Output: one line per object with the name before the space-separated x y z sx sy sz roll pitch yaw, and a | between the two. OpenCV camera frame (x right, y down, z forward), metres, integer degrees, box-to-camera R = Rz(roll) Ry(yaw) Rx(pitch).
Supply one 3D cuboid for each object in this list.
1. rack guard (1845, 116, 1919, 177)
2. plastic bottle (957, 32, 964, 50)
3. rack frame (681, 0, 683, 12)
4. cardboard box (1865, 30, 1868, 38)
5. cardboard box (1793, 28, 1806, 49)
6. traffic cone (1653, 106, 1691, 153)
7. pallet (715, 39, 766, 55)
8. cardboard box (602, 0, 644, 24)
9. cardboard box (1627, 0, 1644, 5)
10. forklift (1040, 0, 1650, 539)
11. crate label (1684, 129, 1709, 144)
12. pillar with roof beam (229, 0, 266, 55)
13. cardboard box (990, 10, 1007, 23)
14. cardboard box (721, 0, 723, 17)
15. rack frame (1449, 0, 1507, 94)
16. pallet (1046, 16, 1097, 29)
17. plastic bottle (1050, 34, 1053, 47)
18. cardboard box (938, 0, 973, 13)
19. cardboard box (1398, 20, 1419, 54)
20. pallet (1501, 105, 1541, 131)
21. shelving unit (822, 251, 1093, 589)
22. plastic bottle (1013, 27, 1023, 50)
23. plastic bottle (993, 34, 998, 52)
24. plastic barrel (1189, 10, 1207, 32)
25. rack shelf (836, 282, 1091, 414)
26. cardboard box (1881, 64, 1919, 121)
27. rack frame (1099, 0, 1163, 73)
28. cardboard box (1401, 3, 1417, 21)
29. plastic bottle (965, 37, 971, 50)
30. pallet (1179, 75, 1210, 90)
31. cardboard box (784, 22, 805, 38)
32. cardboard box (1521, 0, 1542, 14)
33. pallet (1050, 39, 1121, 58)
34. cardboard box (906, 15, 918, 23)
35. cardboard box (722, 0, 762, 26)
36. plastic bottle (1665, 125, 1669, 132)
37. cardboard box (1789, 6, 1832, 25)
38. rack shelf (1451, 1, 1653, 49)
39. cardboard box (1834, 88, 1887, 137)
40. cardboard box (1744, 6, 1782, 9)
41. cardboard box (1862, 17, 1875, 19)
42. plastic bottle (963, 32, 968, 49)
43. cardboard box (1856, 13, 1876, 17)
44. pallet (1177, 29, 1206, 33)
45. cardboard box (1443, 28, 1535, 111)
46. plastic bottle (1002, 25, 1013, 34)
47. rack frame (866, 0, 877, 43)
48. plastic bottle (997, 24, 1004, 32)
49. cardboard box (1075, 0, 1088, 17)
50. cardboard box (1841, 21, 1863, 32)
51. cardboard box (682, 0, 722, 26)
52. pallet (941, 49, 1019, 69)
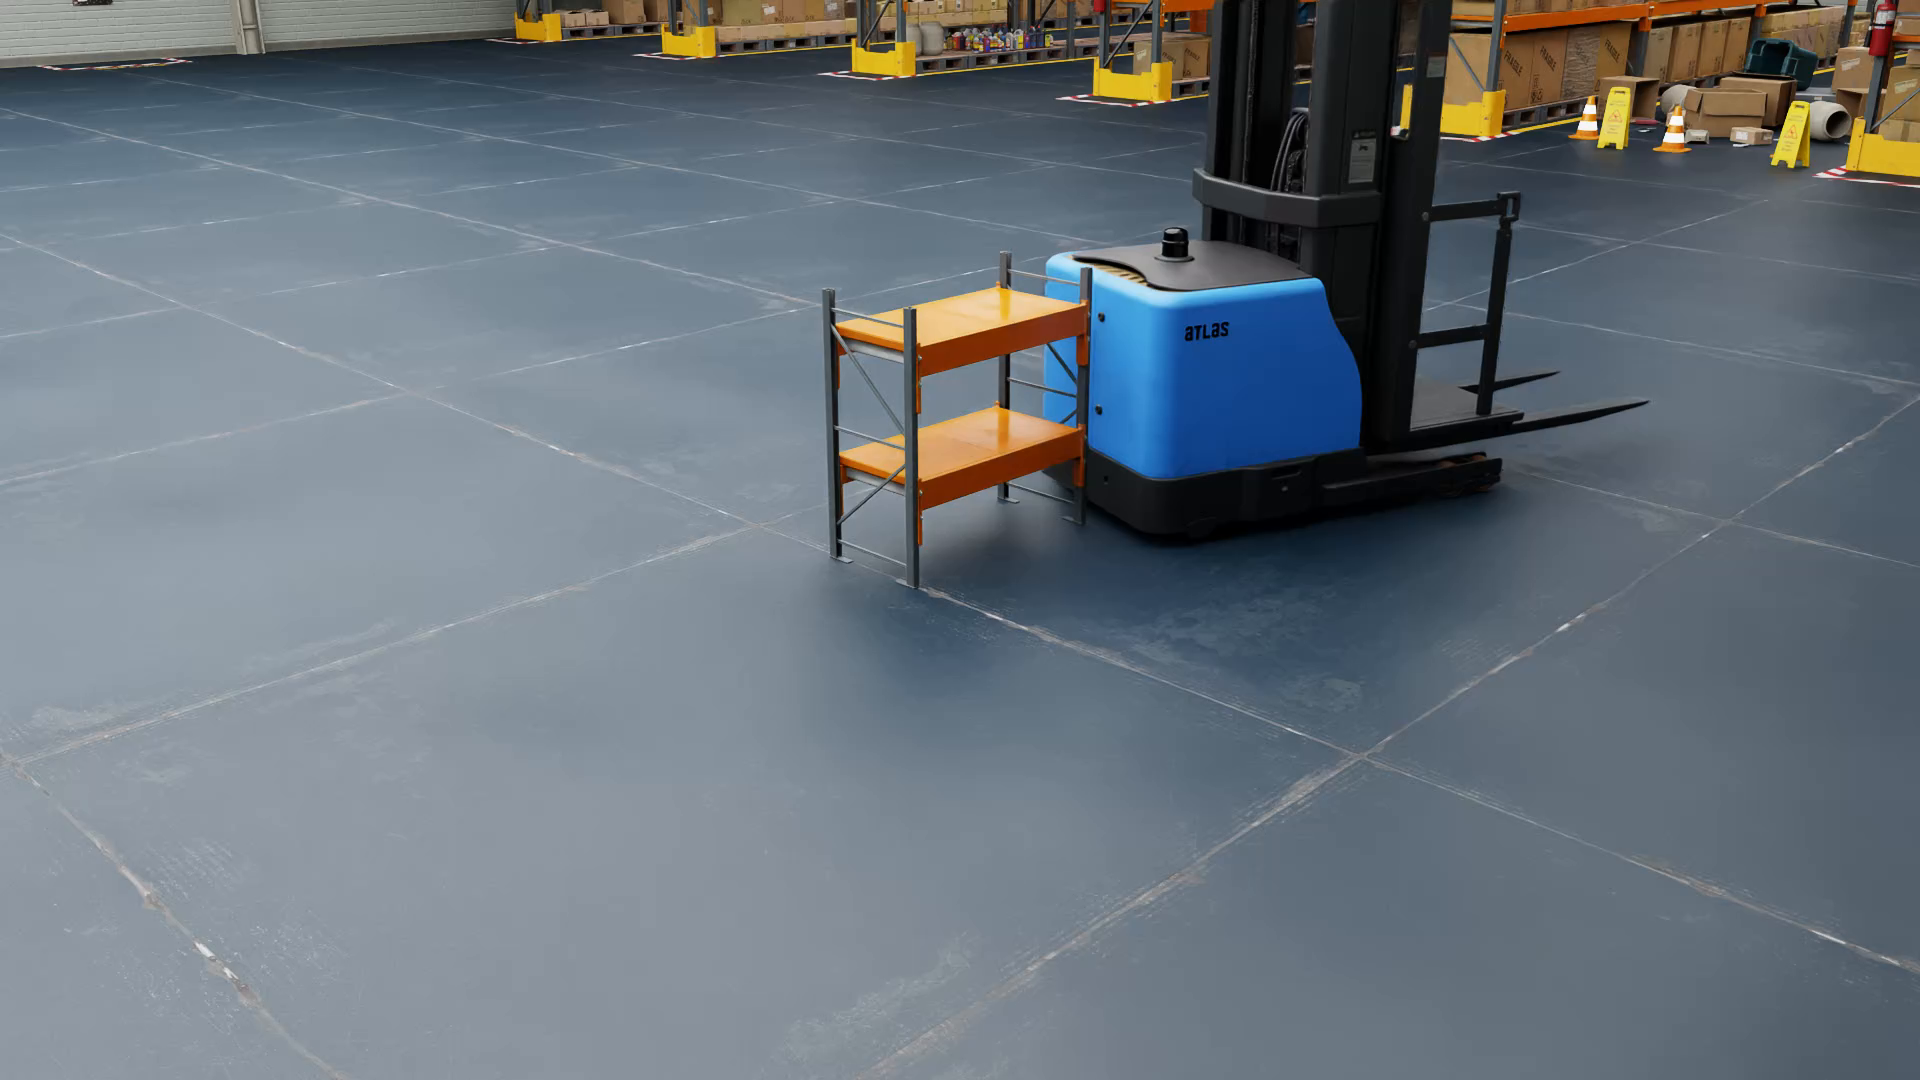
rack guard | 9.475 -3.878 16.468 1.175 0.500 0.348 19 28 41
plastic bottle | 0.013 -8.296 27.651 0.061 0.283 0.133 19 28 41
rack frame | -5.534 -12.253 34.773 1.000 3.000 0.127 19 28 41
cardboard box | 15.314 -8.633 28.328 0.250 0.149 0.380 -19 28 -40
cardboard box | 12.765 -7.705 25.840 0.500 0.500 0.500 18 28 39
traffic cone | 7.766 -4.465 18.047 0.336 0.463 0.334 19 28 41
pallet | -4.270 -8.892 29.914 1.003 0.211 1.213 19 28 41
cardboard box | -6.832 -10.742 33.711 0.700 0.500 0.500 17 27 37
cardboard box | 8.347 -7.239 21.518 0.875 0.550 0.550 19 28 41
forklift | 1.921 -1.719 7.461 3.031 2.935 1.130 -10 23 -24
crate label | 8.270 -4.531 18.672 0.250 0.136 0.298 5 22 13
pillar with roof beam | -9.558 -11.802 25.237 9.100 9.000 0.400 19 28 41
cardboard box | 0.615 -10.759 34.133 0.500 0.250 0.500 -19 28 -41
cardboard box | -5.033 -11.485 35.646 0.500 0.500 0.700 -19 28 -40
rack frame | 5.805 -6.239 19.125 1.000 3.000 0.127 19 28 41
pallet | 2.207 -11.236 36.012 1.003 0.211 1.213 19 28 41
plastic bottle | 1.534 -8.502 28.300 0.097 0.201 0.097 0 21 0
cardboard box | -0.093 -10.756 33.344 0.500 0.311 0.500 19 28 40
cardboard box | 7.072 -8.278 27.301 0.700 0.500 0.500 16 26 36
pallet | 6.307 -5.162 20.211 1.003 0.211 1.213 19 28 41
shelving unit | 0.005 -0.527 6.877 0.538 1.125 1.048 19 28 41
plastic bottle | 0.962 -8.373 27.756 0.144 0.351 0.185 19 28 40
plastic bottle | 0.570 -8.179 27.363 0.097 0.271 0.097 0 21 0
plastic barrel | 4.683 -10.115 31.650 0.600 0.830 0.708 19 28 41
rack shelf | 0.005 -0.800 6.772 0.538 0.278 1.000 19 28 41
cardboard box | 9.794 -4.559 16.958 0.500 0.500 0.500 19 28 41
rack frame | 2.322 -7.506 22.422 1.000 3.000 0.127 19 28 41
cardboard box | 7.094 -8.632 27.178 0.500 0.250 0.500 -16 26 -36
plastic bottle | 0.135 -8.294 27.759 0.097 0.201 0.097 0 21 0
pallet | 3.818 -6.736 24.305 1.003 0.211 1.213 19 28 41
cardboard box | -3.192 -9.366 30.509 0.500 0.250 0.500 19 28 41
cardboard box | 6.400 -6.562 19.757 0.875 0.550 0.550 19 28 41
pallet | 2.084 -8.684 29.373 1.003 0.211 1.213 19 28 41
cardboard box | -1.166 -10.100 32.418 0.500 0.250 0.500 -19 28 -41
cardboard box | -3.892 -9.460 29.708 0.500 0.500 0.500 19 28 41
plastic bottle | 8.419 -4.873 19.666 0.133 0.061 0.283 9 23 23
cardboard box | 13.470 -8.319 26.391 0.500 0.250 0.500 -19 28 -40
rack shelf | 7.200 -6.417 20.591 1.077 0.370 4.000 19 28 41
cardboard box | 10.490 -4.953 19.261 0.500 0.500 0.500 -2 21 -5
cardboard box | 12.743 -8.311 26.370 0.500 0.250 0.500 -19 28 -40
cardboard box | 15.674 -8.898 28.603 0.380 0.149 0.250 19 28 41
plastic bottle | 0.033 -8.355 27.814 0.152 0.276 0.135 18 28 39
cardboard box | 16.252 -9.344 29.763 0.250 0.149 0.380 -20 28 -41
pallet | 4.874 -9.713 32.052 1.003 0.211 1.213 19 28 41
cardboard box | 6.231 -5.634 19.927 0.875 0.875 0.875 19 28 41
plastic bottle | 0.807 -8.603 28.355 0.144 0.351 0.185 19 28 41
rack frame | -1.983 -11.014 31.550 1.000 3.000 0.127 19 28 41
plastic bottle | 0.703 -8.639 28.449 0.185 0.351 0.144 -19 28 -41
cardboard box | 2.405 -11.526 35.752 0.500 0.500 0.500 18 27 39
cardboard box | 14.800 -8.559 27.720 0.250 0.149 0.380 -18 28 -39
cardboard box | -4.612 -9.461 29.711 0.500 0.500 0.500 19 28 41
pallet | 0.214 -7.995 27.581 1.003 0.211 1.213 19 28 41
